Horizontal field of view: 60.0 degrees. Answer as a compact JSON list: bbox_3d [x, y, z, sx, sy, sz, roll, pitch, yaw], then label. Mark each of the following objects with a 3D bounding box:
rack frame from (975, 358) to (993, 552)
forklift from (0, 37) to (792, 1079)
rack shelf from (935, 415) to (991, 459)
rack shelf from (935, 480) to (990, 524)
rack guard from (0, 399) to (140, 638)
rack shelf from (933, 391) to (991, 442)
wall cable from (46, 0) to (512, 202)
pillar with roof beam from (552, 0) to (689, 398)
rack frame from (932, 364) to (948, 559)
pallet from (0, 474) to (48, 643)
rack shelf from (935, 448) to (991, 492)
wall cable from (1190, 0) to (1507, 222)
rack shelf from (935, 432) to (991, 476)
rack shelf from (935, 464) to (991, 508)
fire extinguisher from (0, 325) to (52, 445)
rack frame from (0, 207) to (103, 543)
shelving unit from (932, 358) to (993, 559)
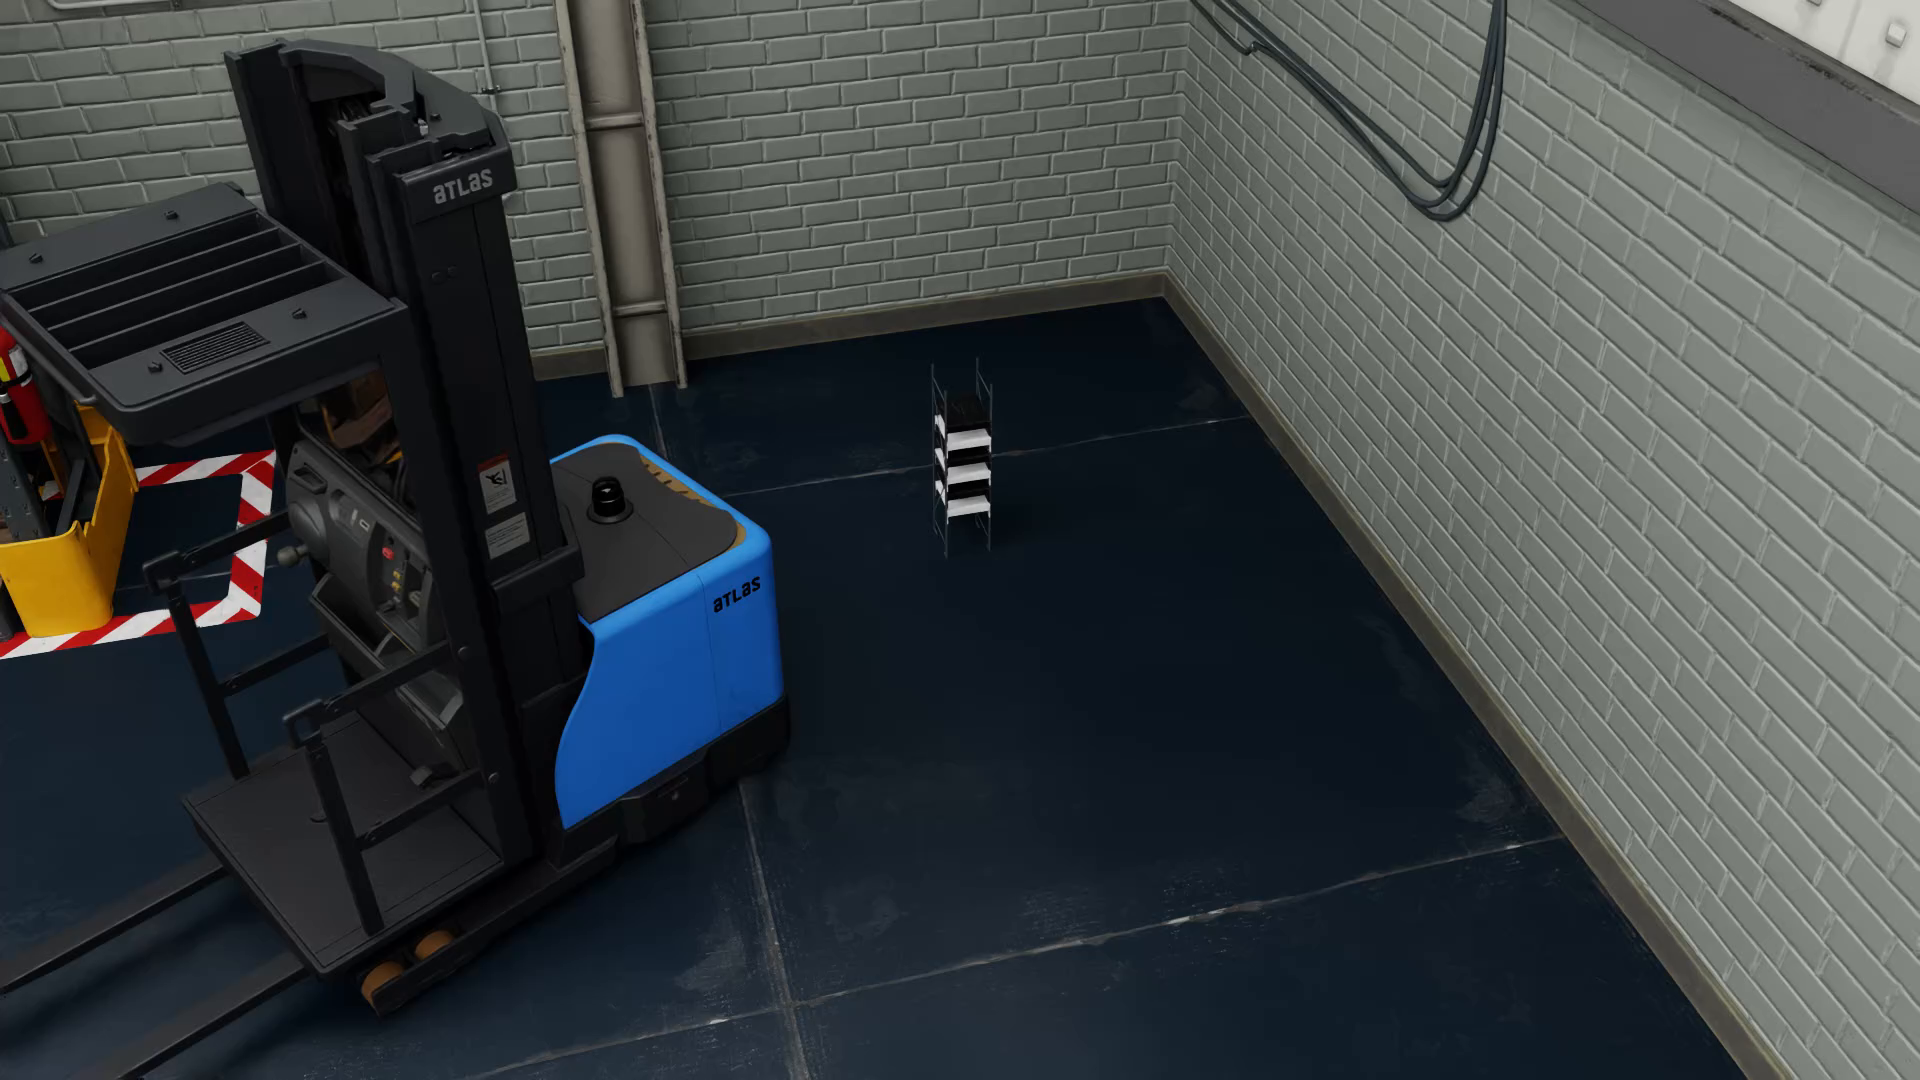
[{"bbox_3d":[0.106,-0.375,7.499,0.006,0.900,0.240,-9,38,-12],"label":"rack frame"},{"bbox_3d":[-2.081,0.078,5.235,3.031,2.935,1.130,-30,47,-33],"label":"forklift"},{"bbox_3d":[0.008,-0.475,7.389,0.200,0.077,0.258,-9,38,-12],"label":"rack shelf"},{"bbox_3d":[0.008,-0.189,7.608,0.200,0.077,0.258,-9,38,-12],"label":"rack shelf"},{"bbox_3d":[-4.026,-0.135,7.515,0.348,0.500,1.175,-9,38,-12],"label":"rack guard"},{"bbox_3d":[0.008,-0.547,7.334,0.200,0.077,0.258,-9,38,-12],"label":"rack shelf"},{"bbox_3d":[-3.060,-2.285,7.432,1.851,1.984,0.084,-9,38,-12],"label":"wall cable"},{"bbox_3d":[-0.546,-1.916,2.849,0.400,9.000,9.100,-9,38,-12],"label":"pillar with roof beam"},{"bbox_3d":[-0.090,-0.343,7.457,0.006,0.900,0.240,-9,38,-12],"label":"rack frame"},{"bbox_3d":[-4.801,0.156,7.372,1.213,0.211,1.003,-9,38,-12],"label":"pallet"},{"bbox_3d":[0.008,-0.332,7.499,0.200,0.077,0.258,-9,38,-12],"label":"rack shelf"},{"bbox_3d":[1.504,-2.959,6.768,0.112,2.526,3.097,-9,38,-12],"label":"wall cable"},{"bbox_3d":[0.008,-0.404,7.444,0.200,0.077,0.258,-9,38,-12],"label":"rack shelf"},{"bbox_3d":[0.008,-0.261,7.553,0.200,0.077,0.258,-9,38,-12],"label":"rack shelf"},{"bbox_3d":[-3.784,-0.698,6.564,0.183,0.674,0.296,-9,38,-12],"label":"fire extinguisher"},{"bbox_3d":[-4.050,-1.124,6.750,0.127,3.000,1.000,-9,38,-12],"label":"rack frame"},{"bbox_3d":[0.008,-0.359,7.478,0.210,0.900,0.258,-9,38,-12],"label":"shelving unit"}]
